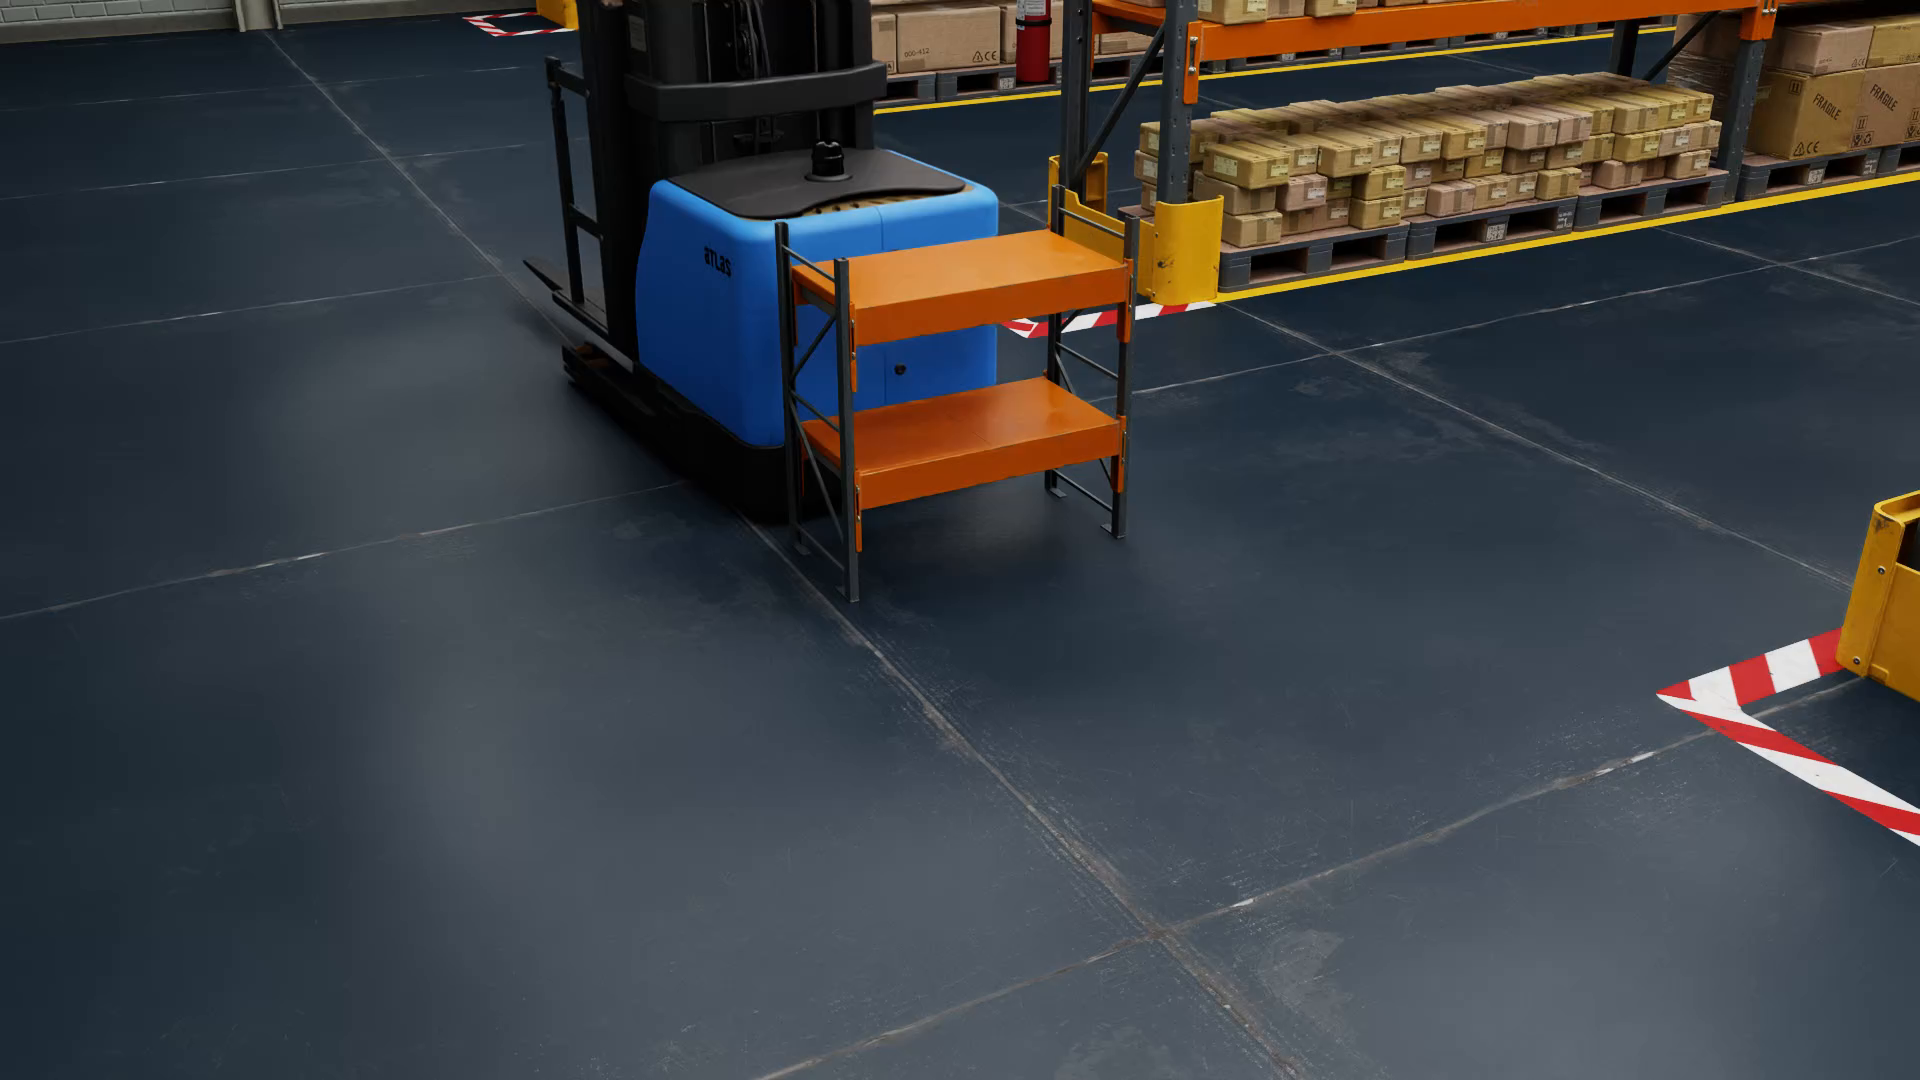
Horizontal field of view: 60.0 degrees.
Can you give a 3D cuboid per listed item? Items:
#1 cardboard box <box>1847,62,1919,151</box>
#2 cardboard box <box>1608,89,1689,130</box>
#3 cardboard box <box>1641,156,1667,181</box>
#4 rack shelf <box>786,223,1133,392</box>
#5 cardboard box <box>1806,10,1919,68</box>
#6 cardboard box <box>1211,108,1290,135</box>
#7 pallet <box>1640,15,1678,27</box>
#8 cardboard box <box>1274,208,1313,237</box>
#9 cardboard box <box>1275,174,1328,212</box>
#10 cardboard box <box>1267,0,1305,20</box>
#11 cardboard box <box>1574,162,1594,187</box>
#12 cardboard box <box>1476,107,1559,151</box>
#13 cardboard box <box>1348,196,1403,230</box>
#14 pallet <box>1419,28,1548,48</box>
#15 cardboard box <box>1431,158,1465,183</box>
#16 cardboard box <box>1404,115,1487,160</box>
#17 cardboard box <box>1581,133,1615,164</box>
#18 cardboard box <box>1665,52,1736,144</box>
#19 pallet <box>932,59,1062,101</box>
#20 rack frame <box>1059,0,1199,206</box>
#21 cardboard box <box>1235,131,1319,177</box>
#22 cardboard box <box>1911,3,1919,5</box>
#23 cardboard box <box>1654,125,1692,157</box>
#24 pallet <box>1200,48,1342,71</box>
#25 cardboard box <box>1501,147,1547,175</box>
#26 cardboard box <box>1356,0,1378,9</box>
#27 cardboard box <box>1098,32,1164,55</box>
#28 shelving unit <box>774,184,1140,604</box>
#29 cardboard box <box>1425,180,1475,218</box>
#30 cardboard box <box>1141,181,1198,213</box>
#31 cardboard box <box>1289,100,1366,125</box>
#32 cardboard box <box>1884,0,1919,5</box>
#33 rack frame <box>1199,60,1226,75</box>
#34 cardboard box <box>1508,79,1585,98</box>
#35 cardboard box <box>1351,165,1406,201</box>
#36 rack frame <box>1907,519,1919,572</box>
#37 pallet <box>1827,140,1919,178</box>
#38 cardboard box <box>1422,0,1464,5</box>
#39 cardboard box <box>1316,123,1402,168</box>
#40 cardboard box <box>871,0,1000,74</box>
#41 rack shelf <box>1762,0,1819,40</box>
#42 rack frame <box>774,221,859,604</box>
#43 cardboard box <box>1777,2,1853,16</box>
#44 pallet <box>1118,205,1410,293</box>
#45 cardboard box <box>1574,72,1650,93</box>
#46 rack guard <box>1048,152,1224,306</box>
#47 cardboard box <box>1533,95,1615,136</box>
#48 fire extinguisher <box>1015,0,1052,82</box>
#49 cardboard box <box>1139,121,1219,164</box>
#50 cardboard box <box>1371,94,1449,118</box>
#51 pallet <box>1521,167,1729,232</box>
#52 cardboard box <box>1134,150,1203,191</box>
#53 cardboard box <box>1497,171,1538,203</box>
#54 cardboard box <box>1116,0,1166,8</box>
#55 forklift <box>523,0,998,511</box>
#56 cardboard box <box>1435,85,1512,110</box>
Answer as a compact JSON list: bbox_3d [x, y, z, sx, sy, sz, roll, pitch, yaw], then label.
[{"bbox_3d":[5.581,-2.762,10.440,0.500,0.500,0.500,-12,28,-23],"label":"cardboard box"},{"bbox_3d":[3.940,-2.475,9.561,0.250,0.149,0.380,-13,28,-24],"label":"cardboard box"},{"bbox_3d":[3.884,-2.215,9.706,0.250,0.149,0.380,-12,28,-24],"label":"cardboard box"},{"bbox_3d":[-0.006,-0.770,5.377,1.000,0.278,0.538,-13,29,-25],"label":"rack shelf"},{"bbox_3d":[5.583,-3.101,10.280,0.500,0.250,0.500,-12,28,-24],"label":"cardboard box"},{"bbox_3d":[1.574,-2.235,9.060,0.250,0.149,0.380,-14,29,-26],"label":"cardboard box"},{"bbox_3d":[7.214,-5.375,16.701,1.213,0.211,1.003,-13,29,-25],"label":"pallet"},{"bbox_3d":[1.614,-1.700,8.634,0.250,0.149,0.380,-13,29,-25],"label":"cardboard box"},{"bbox_3d":[1.660,-1.808,8.516,0.250,0.149,0.380,-13,29,-25],"label":"cardboard box"},{"bbox_3d":[1.454,-2.622,8.036,0.250,0.149,0.380,-12,28,-23],"label":"cardboard box"},{"bbox_3d":[3.391,-2.129,9.528,0.250,0.149,0.380,-14,29,-26],"label":"cardboard box"},{"bbox_3d":[3.030,-2.249,9.089,0.250,0.149,0.380,-14,29,-27],"label":"cardboard box"},{"bbox_3d":[2.107,-1.764,8.767,0.250,0.149,0.380,-13,28,-24],"label":"cardboard box"},{"bbox_3d":[4.718,-4.838,15.582,1.213,0.211,1.003,-13,29,-25],"label":"pallet"},{"bbox_3d":[2.521,-2.064,9.048,0.250,0.149,0.380,-11,28,-22],"label":"cardboard box"},{"bbox_3d":[2.583,-2.152,8.888,0.250,0.149,0.380,-13,28,-24],"label":"cardboard box"},{"bbox_3d":[3.481,-2.260,9.456,0.250,0.149,0.380,-13,28,-25],"label":"cardboard box"},{"bbox_3d":[4.873,-2.851,10.626,0.500,0.500,0.500,-14,29,-26],"label":"cardboard box"},{"bbox_3d":[0.134,-3.779,13.378,1.213,0.211,1.003,-13,29,-25],"label":"pallet"},{"bbox_3d":[0.809,-2.727,7.965,0.127,3.000,1.000,-13,29,-25],"label":"rack frame"},{"bbox_3d":[1.617,-1.979,8.527,0.250,0.149,0.380,-12,28,-24],"label":"cardboard box"},{"bbox_3d":[6.491,-3.313,10.721,0.500,0.250,0.500,-12,28,-24],"label":"cardboard box"},{"bbox_3d":[3.977,-2.335,9.612,0.250,0.149,0.380,-14,29,-28],"label":"cardboard box"},{"bbox_3d":[2.565,-4.341,14.547,1.213,0.211,1.003,-13,29,-25],"label":"pallet"},{"bbox_3d":[3.020,-2.154,9.235,0.250,0.149,0.380,-14,29,-28],"label":"cardboard box"},{"bbox_3d":[1.881,-2.762,8.327,0.250,0.149,0.380,-12,28,-23],"label":"cardboard box"},{"bbox_3d":[1.315,-4.359,13.839,0.875,0.438,0.875,-13,29,-26],"label":"cardboard box"},{"bbox_3d":[-0.006,-0.506,5.504,1.048,1.125,0.538,-13,29,-25],"label":"shelving unit"},{"bbox_3d":[2.548,-1.870,8.987,0.250,0.149,0.380,-15,29,-28],"label":"cardboard box"},{"bbox_3d":[1.175,-1.818,8.880,0.250,0.149,0.380,-12,28,-24],"label":"cardboard box"},{"bbox_3d":[2.043,-2.339,9.278,0.250,0.149,0.380,-12,28,-23],"label":"cardboard box"},{"bbox_3d":[6.255,-3.510,11.131,0.500,0.250,0.500,-13,28,-25],"label":"cardboard box"},{"bbox_3d":[1.920,-5.412,13.556,0.127,3.000,1.000,-13,29,-25],"label":"rack frame"},{"bbox_3d":[3.466,-2.619,9.861,0.250,0.149,0.380,-13,29,-26],"label":"cardboard box"},{"bbox_3d":[2.112,-1.903,8.712,0.250,0.149,0.380,-12,28,-24],"label":"cardboard box"},{"bbox_3d":[3.053,-0.812,3.976,0.127,3.000,1.000,-13,29,-25],"label":"rack frame"},{"bbox_3d":[6.102,-2.694,11.117,1.213,0.211,1.003,-13,29,-25],"label":"pallet"},{"bbox_3d":[2.362,-2.847,8.505,0.250,0.149,0.380,-14,29,-26],"label":"cardboard box"},{"bbox_3d":[2.080,-2.063,8.703,0.250,0.149,0.380,-15,29,-28],"label":"cardboard box"},{"bbox_3d":[-0.271,-3.994,13.077,0.875,0.438,0.875,-12,28,-24],"label":"cardboard box"},{"bbox_3d":[6.103,-3.625,10.665,4.000,0.370,1.077,-13,29,-25],"label":"rack shelf"},{"bbox_3d":[-0.454,-0.402,5.288,0.032,1.125,0.500,-13,29,-25],"label":"rack frame"},{"bbox_3d":[5.336,-3.290,10.674,0.500,0.250,0.500,-12,28,-23],"label":"cardboard box"},{"bbox_3d":[1.609,-1.638,8.917,1.213,0.211,1.003,-13,29,-25],"label":"pallet"},{"bbox_3d":[3.937,-2.723,10.077,0.250,0.149,0.380,-12,28,-23],"label":"cardboard box"},{"bbox_3d":[0.876,-1.616,8.538,0.348,0.500,1.175,-13,29,-25],"label":"rack guard"},{"bbox_3d":[3.458,-2.399,9.401,0.250,0.149,0.380,-12,28,-23],"label":"cardboard box"},{"bbox_3d":[0.369,-2.649,8.322,0.183,0.674,0.296,-13,29,-25],"label":"fire extinguisher"},{"bbox_3d":[1.156,-2.104,8.788,0.250,0.149,0.380,-13,28,-25],"label":"cardboard box"},{"bbox_3d":[2.546,-2.415,9.435,0.250,0.149,0.380,-13,28,-25],"label":"cardboard box"},{"bbox_3d":[3.762,-2.134,9.952,1.213,0.211,1.003,-13,29,-25],"label":"pallet"},{"bbox_3d":[1.140,-1.982,8.877,0.250,0.149,0.380,-14,29,-26],"label":"cardboard box"},{"bbox_3d":[2.977,-1.998,9.254,0.250,0.149,0.380,-12,28,-24],"label":"cardboard box"},{"bbox_3d":[0.963,-2.788,8.382,0.250,0.149,0.380,-13,29,-25],"label":"cardboard box"},{"bbox_3d":[-1.049,-2.014,6.559,1.130,2.935,3.031,-15,29,-28],"label":"forklift"},{"bbox_3d":[2.983,-2.537,9.689,0.250,0.149,0.380,-12,28,-24],"label":"cardboard box"}]
